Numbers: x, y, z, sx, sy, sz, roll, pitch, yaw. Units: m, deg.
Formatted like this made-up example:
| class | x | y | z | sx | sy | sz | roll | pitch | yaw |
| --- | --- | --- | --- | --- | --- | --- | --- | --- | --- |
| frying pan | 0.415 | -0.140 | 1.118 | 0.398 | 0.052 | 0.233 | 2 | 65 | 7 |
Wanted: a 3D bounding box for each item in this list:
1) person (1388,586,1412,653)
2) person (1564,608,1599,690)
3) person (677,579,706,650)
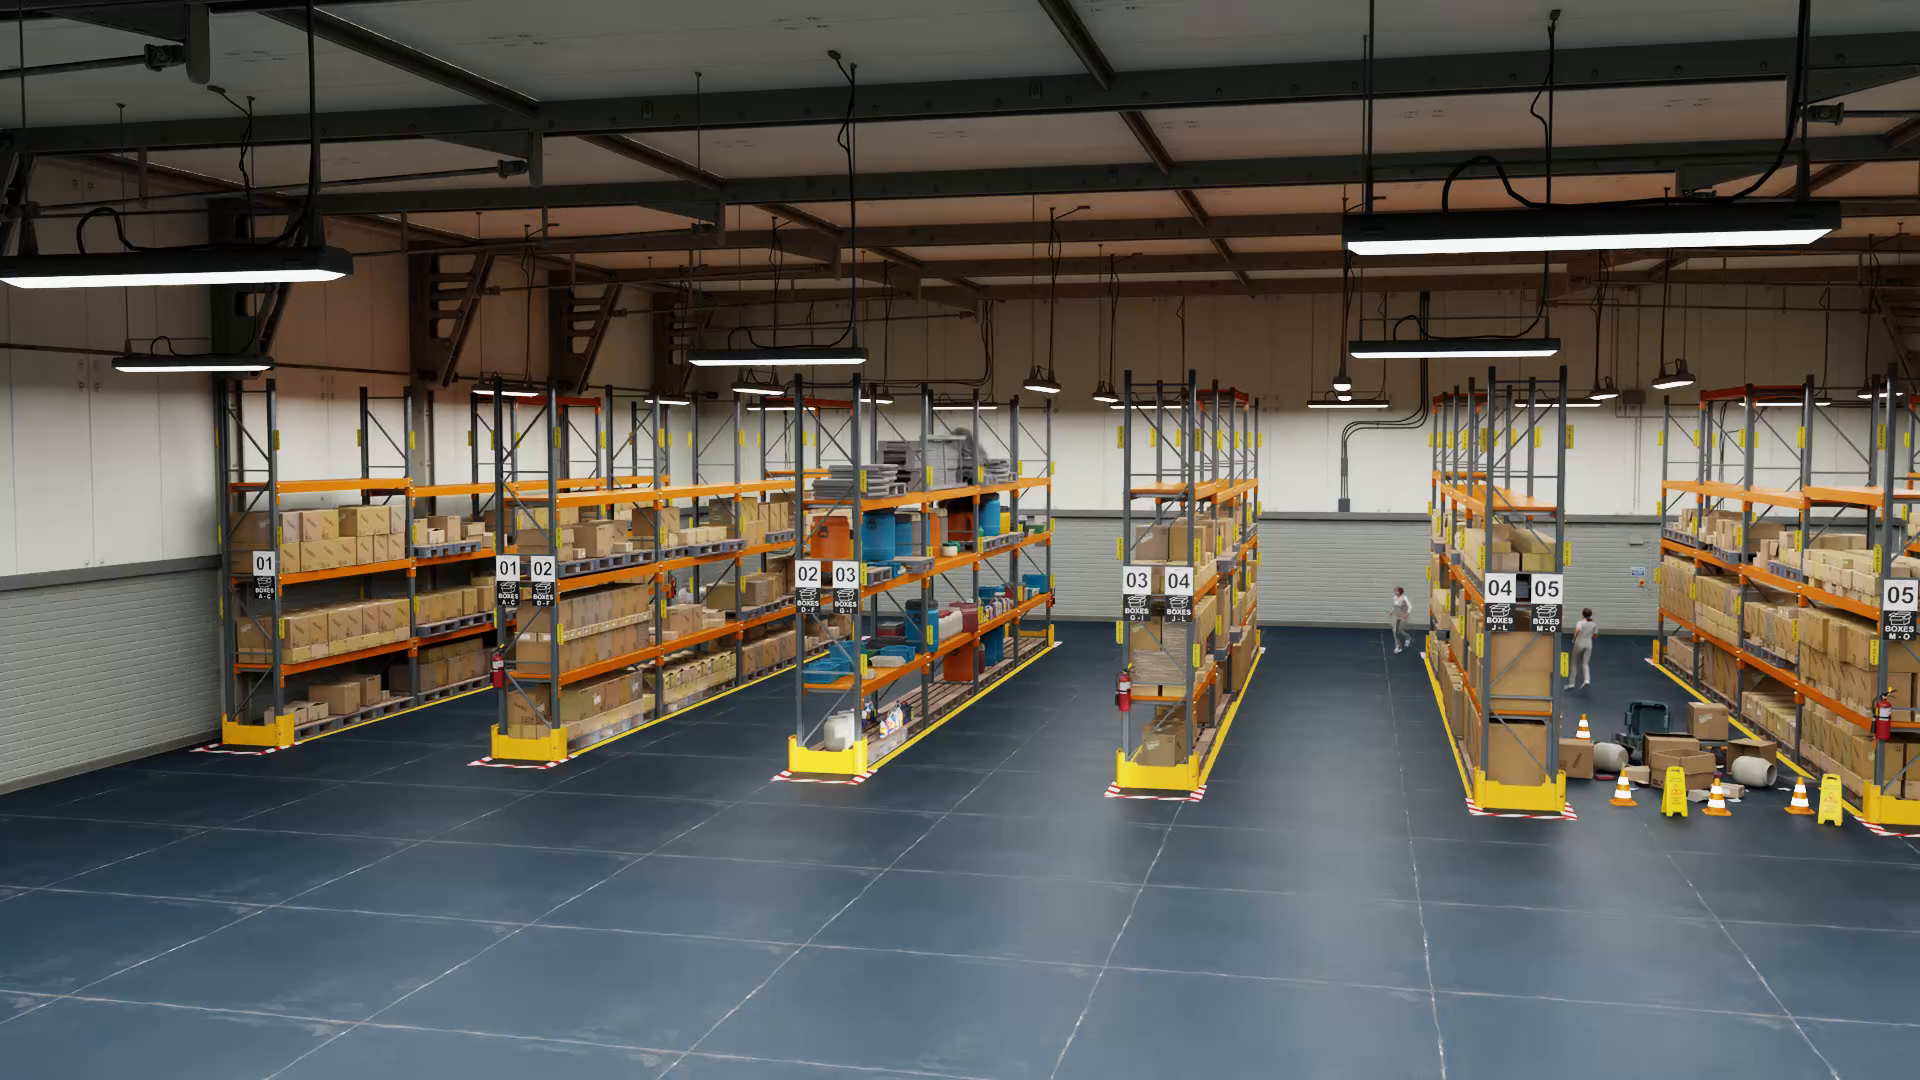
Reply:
| class | x | y | z | sx | sy | sz | roll | pitch | yaw |
| --- | --- | --- | --- | --- | --- | --- | --- | --- | --- |
| person | 10.431 | 1.869 | 39.233 | 0.620 | 1.579 | 0.541 | -3 | 4 | -37 |
| person | 12.452 | 2.187 | 33.092 | 0.564 | 1.670 | 0.933 | 0 | 3 | -1 |
| person | -6.477 | 1.775 | 40.252 | 0.697 | 1.724 | 1.024 | 0 | 3 | 2 |
